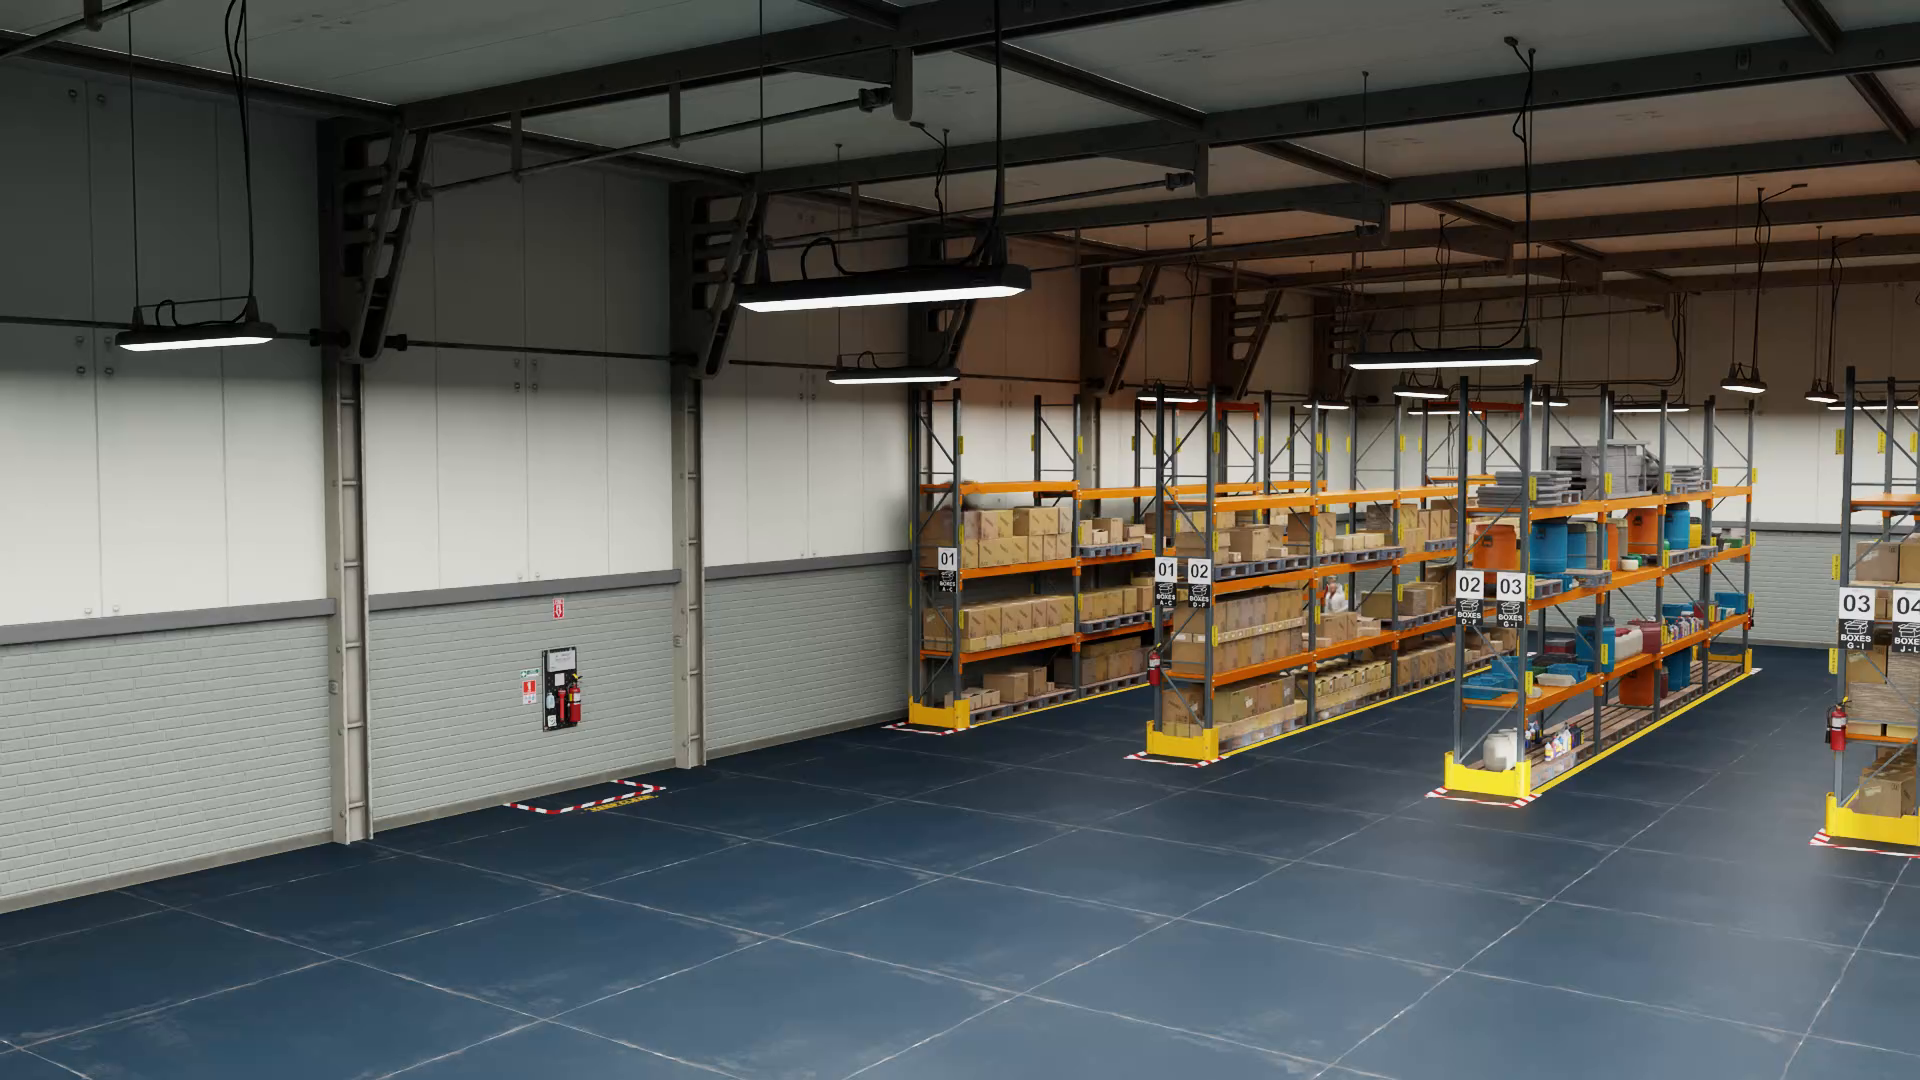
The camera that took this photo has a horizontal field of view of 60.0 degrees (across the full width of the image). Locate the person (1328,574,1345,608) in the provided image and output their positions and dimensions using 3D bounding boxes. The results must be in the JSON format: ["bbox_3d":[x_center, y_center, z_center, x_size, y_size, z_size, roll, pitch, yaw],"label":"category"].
[{"bbox_3d":[9.771,1.695,43.266,0.552,1.669,0.608,0,3,0],"label":"person"}]

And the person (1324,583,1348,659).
[{"bbox_3d":[8.828,1.893,39.192,0.681,1.761,0.898,3,4,40],"label":"person"}]
